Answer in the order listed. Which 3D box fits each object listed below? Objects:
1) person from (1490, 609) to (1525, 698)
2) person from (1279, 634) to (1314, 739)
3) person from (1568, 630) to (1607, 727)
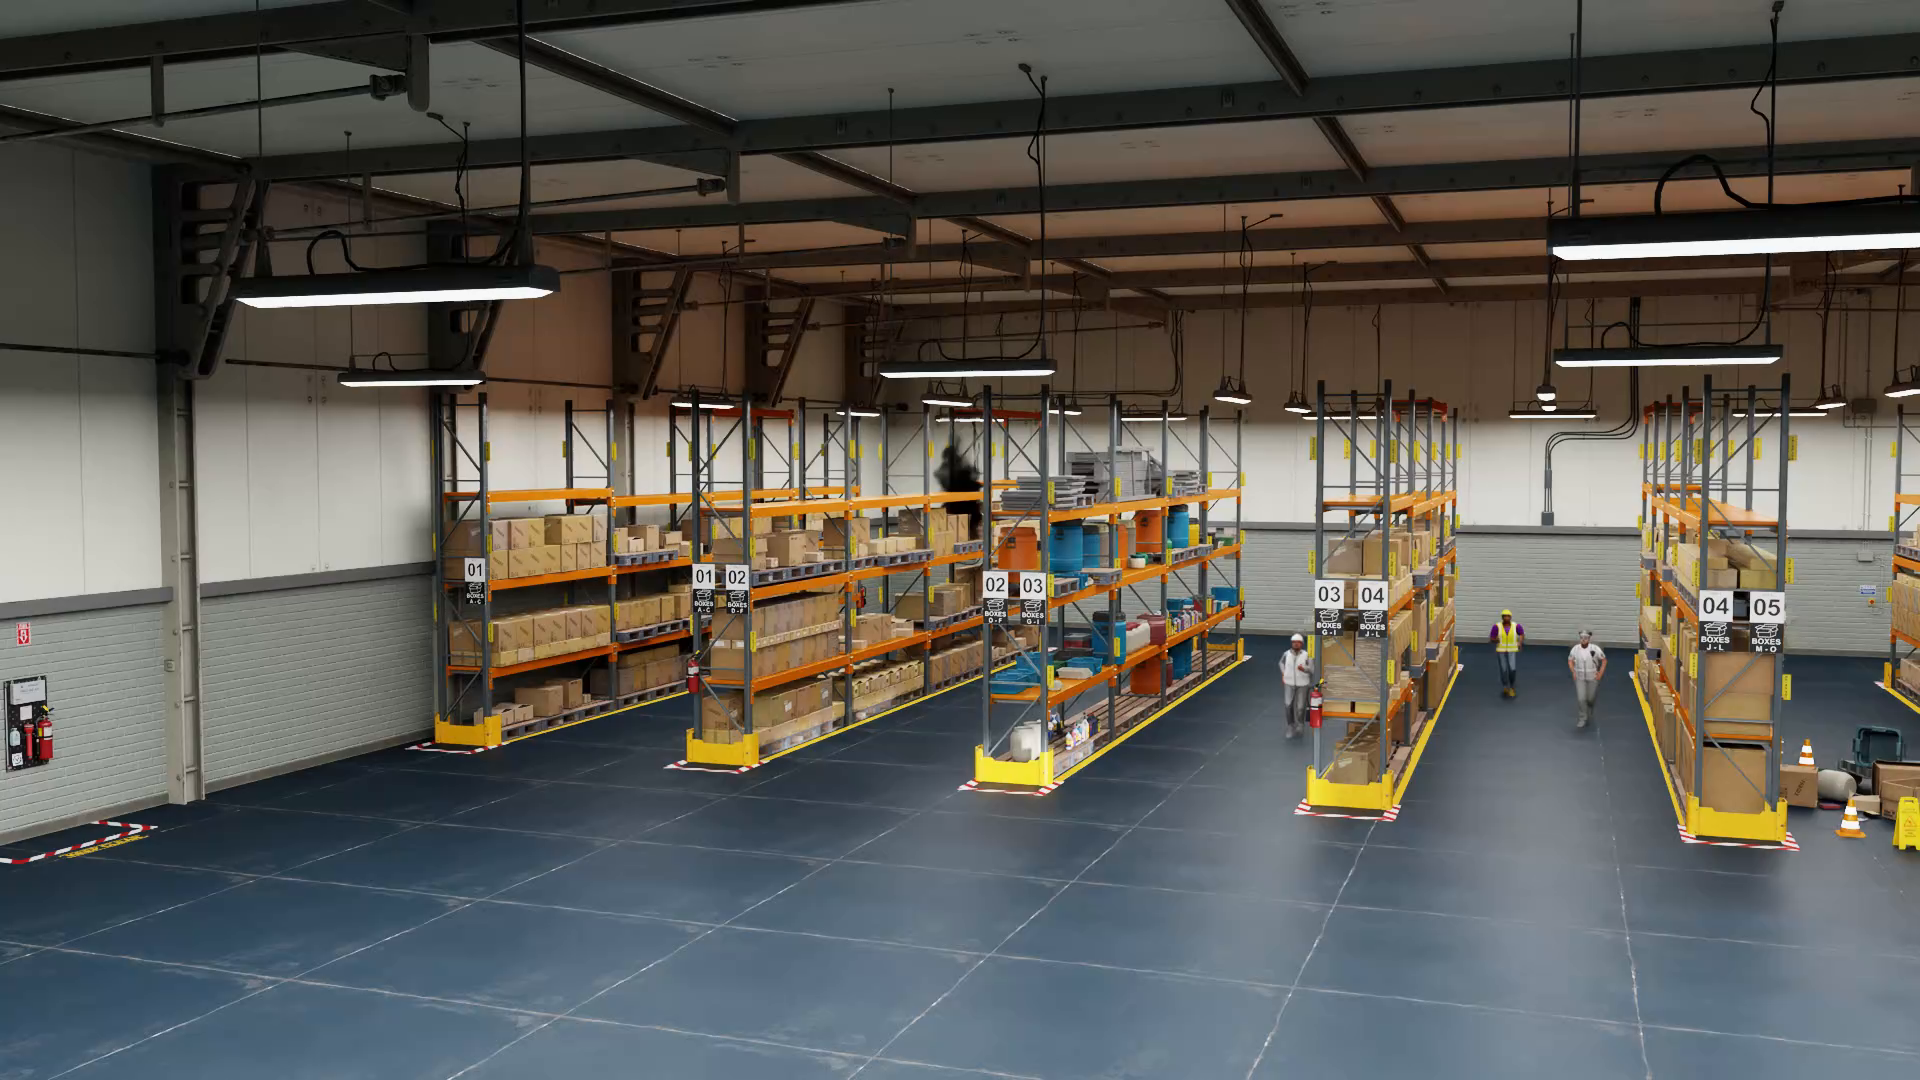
[{"bbox_3d":[11.185,2.320,34.016,0.671,1.806,0.738,1,3,21],"label":"person"},{"bbox_3d":[5.899,2.565,29.175,0.639,1.831,0.731,1,3,17],"label":"person"},{"bbox_3d":[11.492,2.514,30.482,0.669,1.770,0.645,1,3,26],"label":"person"}]
